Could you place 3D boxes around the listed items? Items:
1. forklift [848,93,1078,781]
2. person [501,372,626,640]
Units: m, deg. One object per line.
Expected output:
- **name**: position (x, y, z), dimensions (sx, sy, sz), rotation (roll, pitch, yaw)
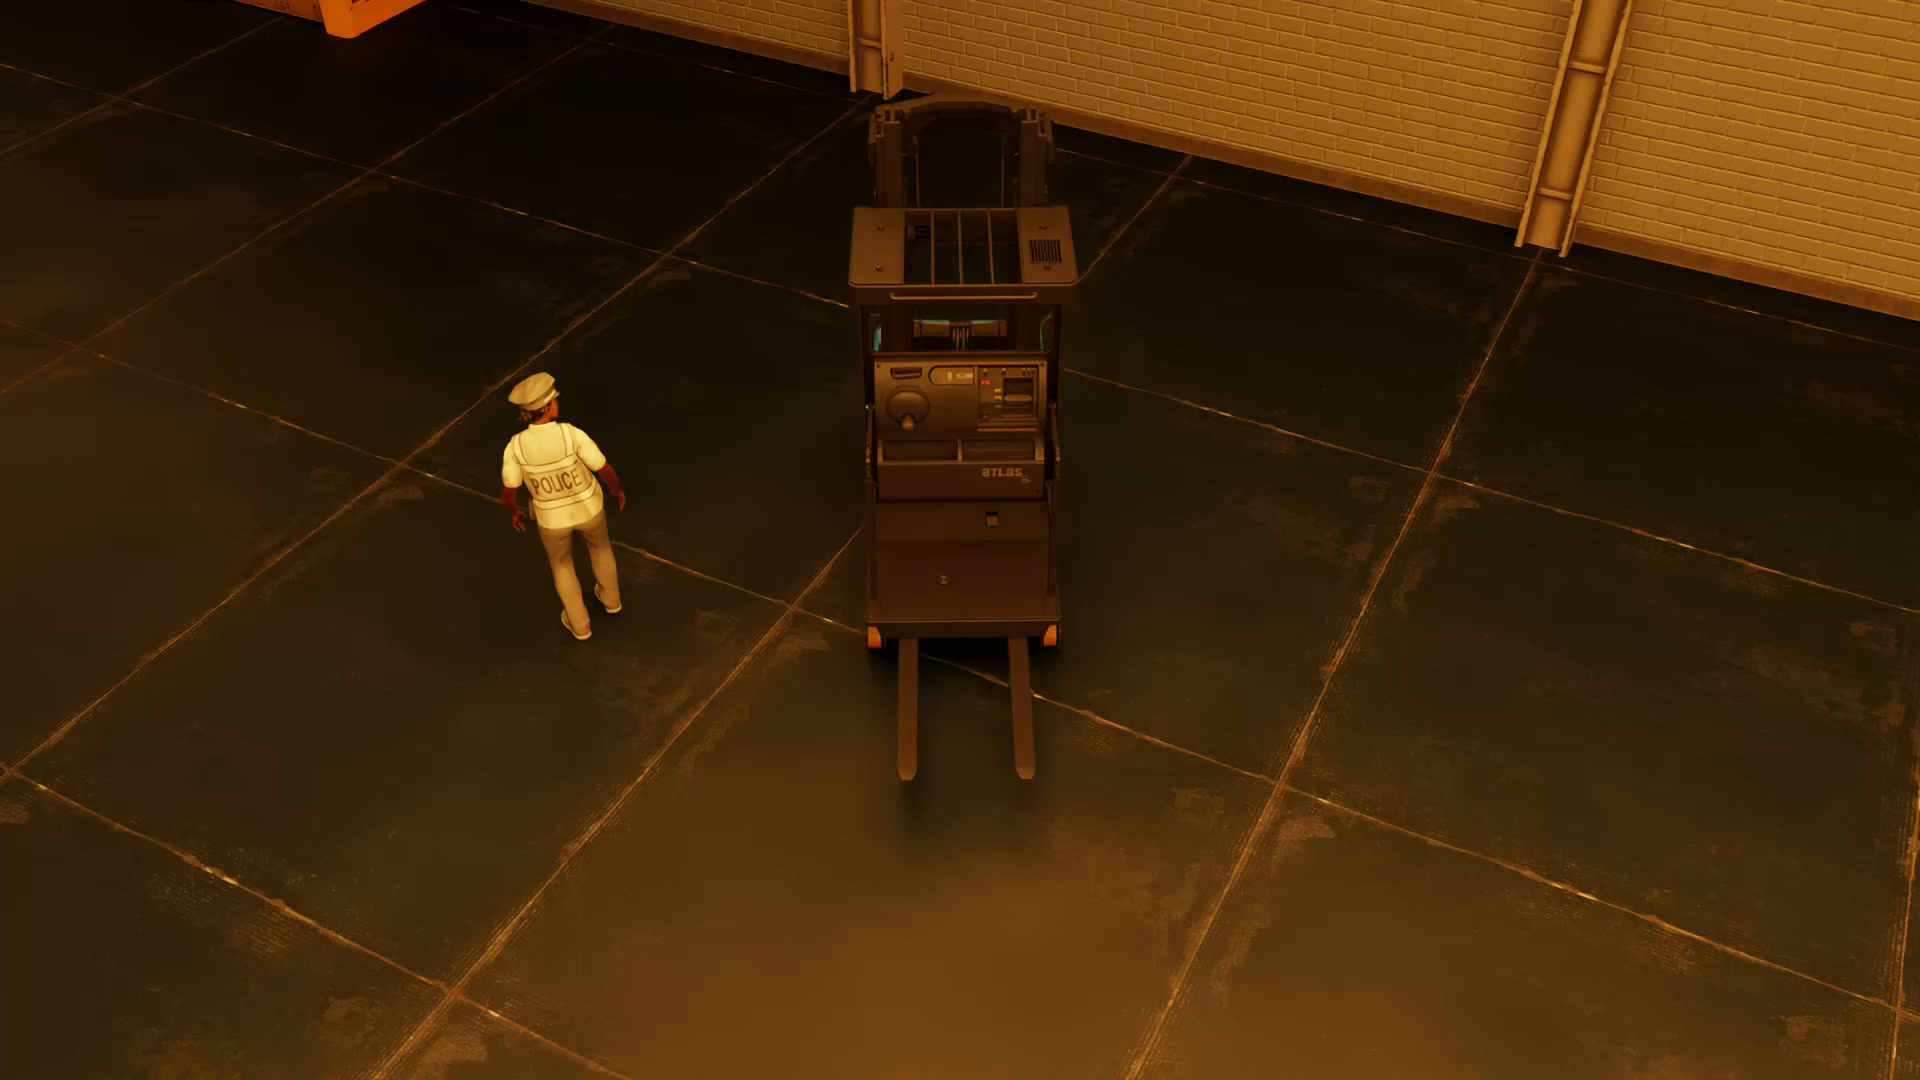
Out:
- **forklift**: position (0.010, -0.707, 8.825), dimensions (1.130, 2.935, 3.031), rotation (-1, 40, -1)
- **person**: position (-2.184, -0.196, 9.214), dimensions (0.651, 1.654, 0.459), rotation (-13, 42, -14)
